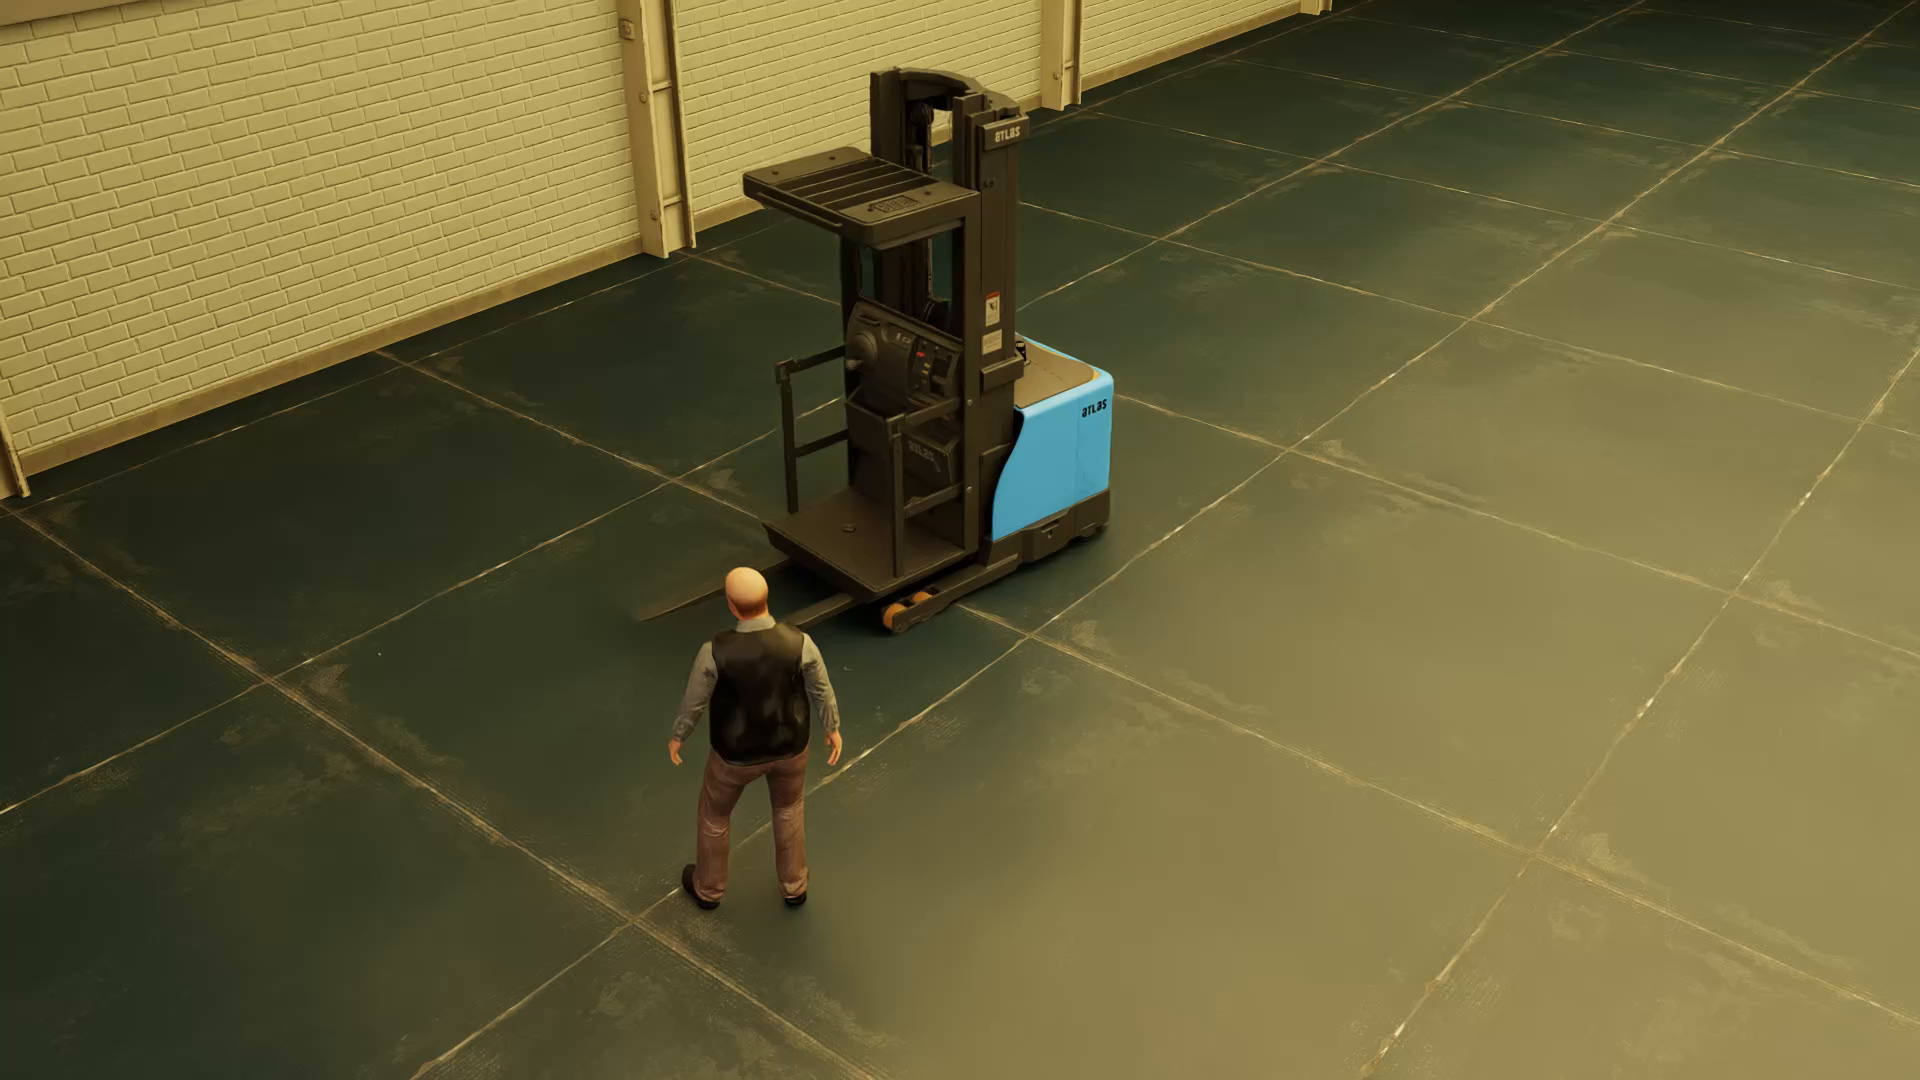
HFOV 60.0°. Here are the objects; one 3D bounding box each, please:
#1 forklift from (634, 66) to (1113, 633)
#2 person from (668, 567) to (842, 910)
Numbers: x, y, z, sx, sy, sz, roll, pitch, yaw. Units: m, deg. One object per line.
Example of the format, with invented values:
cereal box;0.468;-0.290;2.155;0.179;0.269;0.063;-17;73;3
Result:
forklift;-0.484;-1.027;9.352;3.031;2.935;1.130;-24;38;-35
person;-0.897;0.877;7.316;0.749;1.698;0.420;-10;32;-16
